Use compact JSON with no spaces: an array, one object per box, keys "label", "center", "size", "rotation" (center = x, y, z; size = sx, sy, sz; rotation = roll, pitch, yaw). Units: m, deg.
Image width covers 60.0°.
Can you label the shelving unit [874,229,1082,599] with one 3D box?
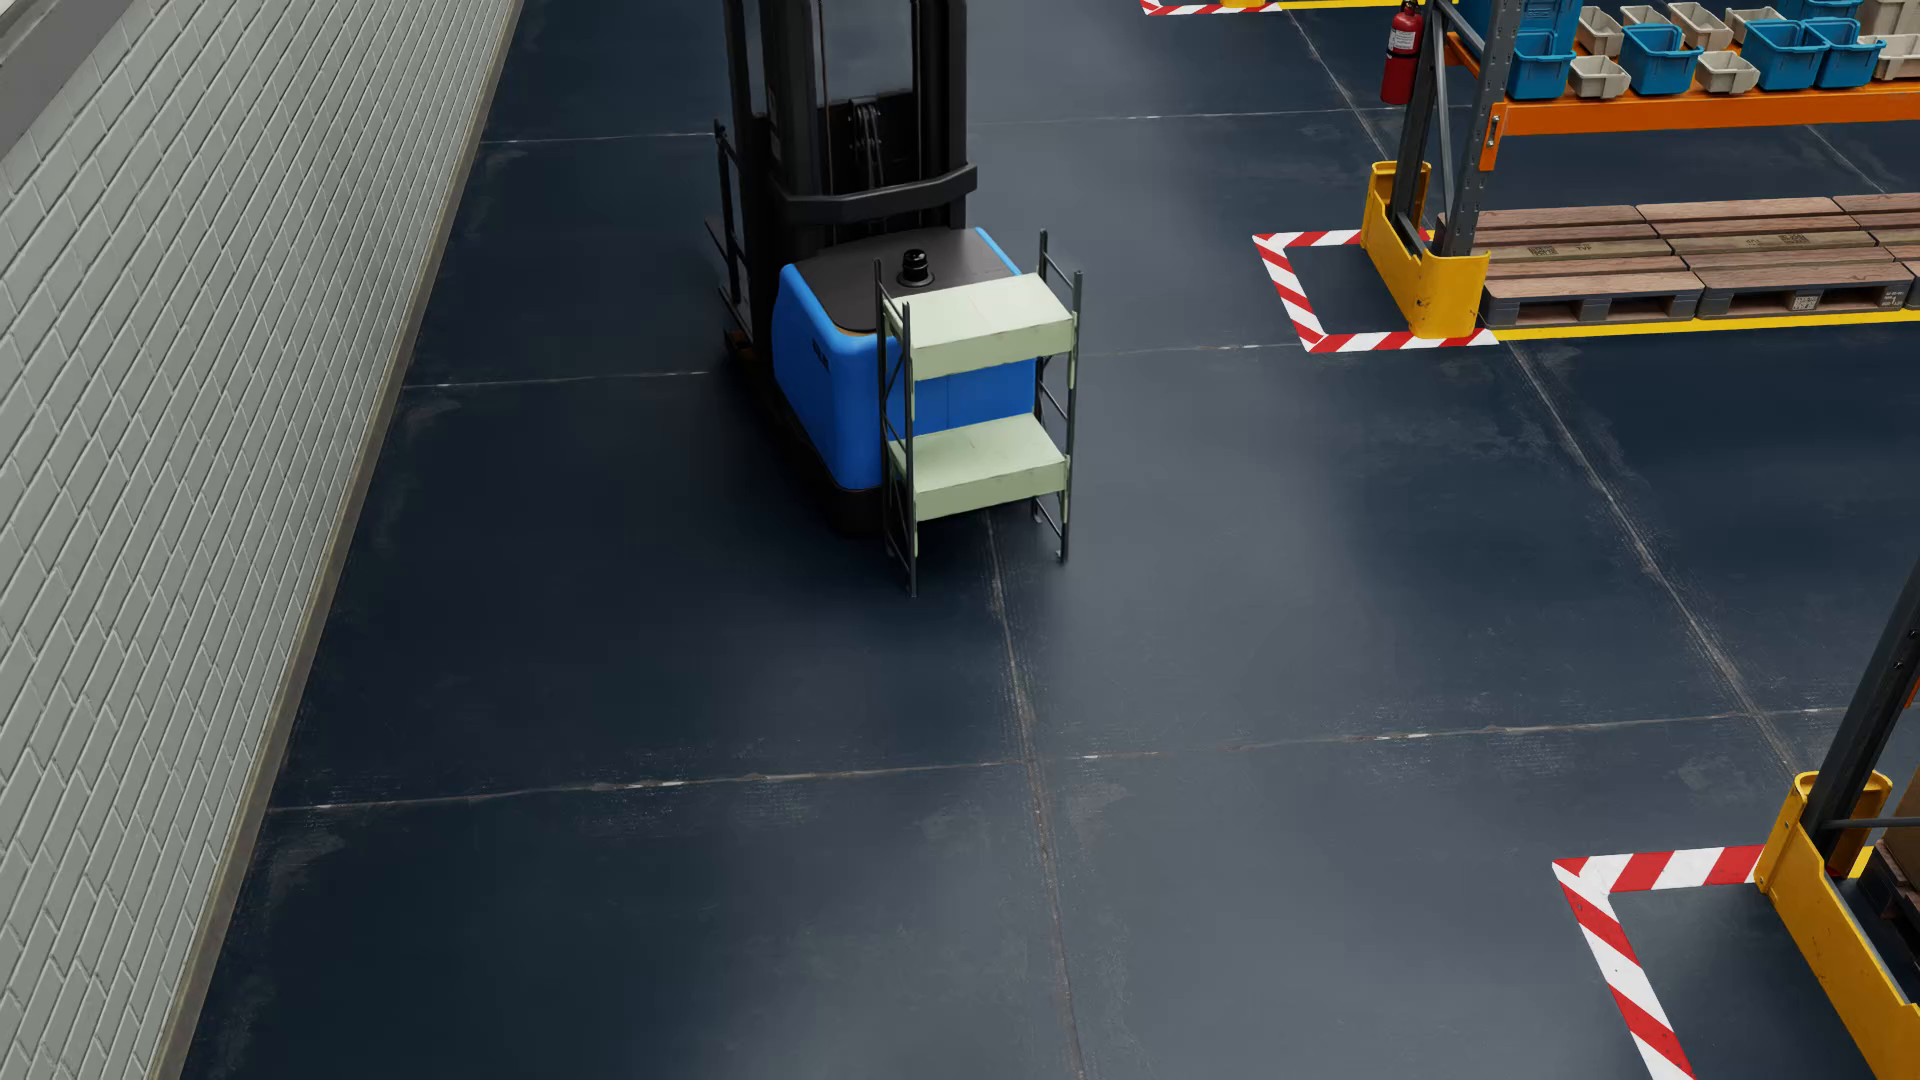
[{"label":"shelving unit","center":[0.071,-0.521,7.200],"size":[0.755,1.500,0.431],"rotation":[-13,40,-16]}]

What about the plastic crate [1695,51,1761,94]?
[{"label":"plastic crate","center":[3.924,-2.392,8.524],"size":[0.298,0.136,0.250],"rotation":[-3,38,-4]}]

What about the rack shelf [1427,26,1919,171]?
[{"label":"rack shelf","center":[4.639,-2.485,9.059],"size":[4.000,0.370,1.077],"rotation":[-3,38,-4]}]

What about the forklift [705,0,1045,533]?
[{"label":"forklift","center":[-0.621,-2.096,8.040],"size":[1.130,2.935,3.031],"rotation":[-14,40,-17]}]

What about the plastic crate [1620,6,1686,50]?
[{"label":"plastic crate","center":[3.733,-2.741,8.967],"size":[0.243,0.136,0.396],"rotation":[-3,38,-4]}]

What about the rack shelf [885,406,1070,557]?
[{"label":"rack shelf","center":[0.071,-0.265,7.402],"size":[0.720,0.370,0.431],"rotation":[-13,40,-16]}]

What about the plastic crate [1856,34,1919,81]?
[{"label":"plastic crate","center":[4.923,-2.516,8.682],"size":[0.466,0.136,0.293],"rotation":[-3,38,-4]}]

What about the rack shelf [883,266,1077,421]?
[{"label":"rack shelf","center":[0.071,-0.828,6.958],"size":[0.720,0.370,0.431],"rotation":[-13,40,-16]}]

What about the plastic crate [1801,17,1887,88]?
[{"label":"plastic crate","center":[4.532,-2.515,8.602],"size":[0.300,0.233,0.416],"rotation":[-3,38,-4]}]

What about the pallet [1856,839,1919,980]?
[{"label":"pallet","center":[3.952,1.445,5.748],"size":[1.213,0.211,1.003],"rotation":[-3,38,-4]}]

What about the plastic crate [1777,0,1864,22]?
[{"label":"plastic crate","center":[4.670,-2.886,9.073],"size":[0.300,0.233,0.416],"rotation":[-3,38,-4]}]

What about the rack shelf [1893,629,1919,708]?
[{"label":"rack shelf","center":[5.074,0.571,5.185],"size":[4.000,0.370,1.077],"rotation":[-3,38,-4]}]

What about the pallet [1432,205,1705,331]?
[{"label":"pallet","center":[3.472,-1.584,9.587],"size":[1.213,0.211,1.003],"rotation":[-3,38,-4]}]

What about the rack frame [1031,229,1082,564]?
[{"label":"rack frame","center":[0.415,-0.599,7.298],"size":[0.023,1.500,0.400],"rotation":[-13,40,-16]}]

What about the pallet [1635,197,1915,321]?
[{"label":"pallet","center":[4.684,-1.649,9.670],"size":[1.213,0.211,1.003],"rotation":[-3,38,-4]}]

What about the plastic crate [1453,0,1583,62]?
[{"label":"plastic crate","center":[2.964,-2.829,8.837],"size":[0.499,0.435,0.616],"rotation":[-3,38,-4]}]

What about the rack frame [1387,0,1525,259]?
[{"label":"rack frame","center":[2.647,-2.658,8.697],"size":[0.127,3.000,1.000],"rotation":[-3,38,-4]}]

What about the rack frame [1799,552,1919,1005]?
[{"label":"rack frame","center":[3.082,0.399,4.823],"size":[0.127,3.000,1.000],"rotation":[-3,38,-4]}]

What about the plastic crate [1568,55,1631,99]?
[{"label":"plastic crate","center":[3.249,-2.355,8.477],"size":[0.298,0.136,0.250],"rotation":[-3,38,-4]}]

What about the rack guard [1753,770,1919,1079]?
[{"label":"rack guard","center":[3.158,1.376,5.603],"size":[0.348,0.500,1.175],"rotation":[-3,38,-4]}]

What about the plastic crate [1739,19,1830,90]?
[{"label":"plastic crate","center":[4.233,-2.498,8.581],"size":[0.300,0.233,0.416],"rotation":[-3,38,-4]}]

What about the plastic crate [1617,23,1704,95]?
[{"label":"plastic crate","center":[3.578,-2.462,8.535],"size":[0.300,0.233,0.416],"rotation":[-3,38,-4]}]

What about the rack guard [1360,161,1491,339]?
[{"label":"rack guard","center":[2.624,-1.667,9.459],"size":[0.348,0.500,1.175],"rotation":[-3,38,-4]}]

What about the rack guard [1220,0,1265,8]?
[{"label":"rack guard","center":[2.184,-4.731,13.342],"size":[0.348,0.500,1.175],"rotation":[-3,38,-4]}]

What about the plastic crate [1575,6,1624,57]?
[{"label":"plastic crate","center":[3.443,-2.734,8.958],"size":[0.243,0.136,0.396],"rotation":[-3,38,-4]}]

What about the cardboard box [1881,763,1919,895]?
[{"label":"cardboard box","center":[3.602,1.026,5.692],"size":[0.500,0.500,0.500],"rotation":[-3,38,-4]}]

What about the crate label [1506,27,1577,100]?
[{"label":"crate label","center":[2.922,-2.426,8.490],"size":[0.303,0.233,0.416],"rotation":[-3,38,-4]}]

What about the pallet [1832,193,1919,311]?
[{"label":"pallet","center":[5.902,-1.718,9.757],"size":[1.213,0.211,1.003],"rotation":[-3,38,-4]}]

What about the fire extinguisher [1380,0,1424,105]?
[{"label":"fire extinguisher","center":[2.456,-2.753,9.181],"size":[0.183,0.674,0.296],"rotation":[-3,38,-4]}]

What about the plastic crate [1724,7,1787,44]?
[{"label":"plastic crate","center":[4.302,-2.799,9.041],"size":[0.250,0.136,0.298],"rotation":[-3,38,-4]}]

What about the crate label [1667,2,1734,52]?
[{"label":"crate label","center":[4.008,-2.771,9.005],"size":[0.243,0.136,0.396],"rotation":[-3,38,-4]}]

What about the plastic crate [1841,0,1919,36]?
[{"label":"plastic crate","center":[5.094,-2.884,9.031],"size":[0.530,0.282,0.437],"rotation":[-3,38,-4]}]

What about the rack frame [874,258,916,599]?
[{"label":"rack frame","center":[-0.273,-0.444,7.102],"size":[0.023,1.500,0.400],"rotation":[-13,40,-16]}]
